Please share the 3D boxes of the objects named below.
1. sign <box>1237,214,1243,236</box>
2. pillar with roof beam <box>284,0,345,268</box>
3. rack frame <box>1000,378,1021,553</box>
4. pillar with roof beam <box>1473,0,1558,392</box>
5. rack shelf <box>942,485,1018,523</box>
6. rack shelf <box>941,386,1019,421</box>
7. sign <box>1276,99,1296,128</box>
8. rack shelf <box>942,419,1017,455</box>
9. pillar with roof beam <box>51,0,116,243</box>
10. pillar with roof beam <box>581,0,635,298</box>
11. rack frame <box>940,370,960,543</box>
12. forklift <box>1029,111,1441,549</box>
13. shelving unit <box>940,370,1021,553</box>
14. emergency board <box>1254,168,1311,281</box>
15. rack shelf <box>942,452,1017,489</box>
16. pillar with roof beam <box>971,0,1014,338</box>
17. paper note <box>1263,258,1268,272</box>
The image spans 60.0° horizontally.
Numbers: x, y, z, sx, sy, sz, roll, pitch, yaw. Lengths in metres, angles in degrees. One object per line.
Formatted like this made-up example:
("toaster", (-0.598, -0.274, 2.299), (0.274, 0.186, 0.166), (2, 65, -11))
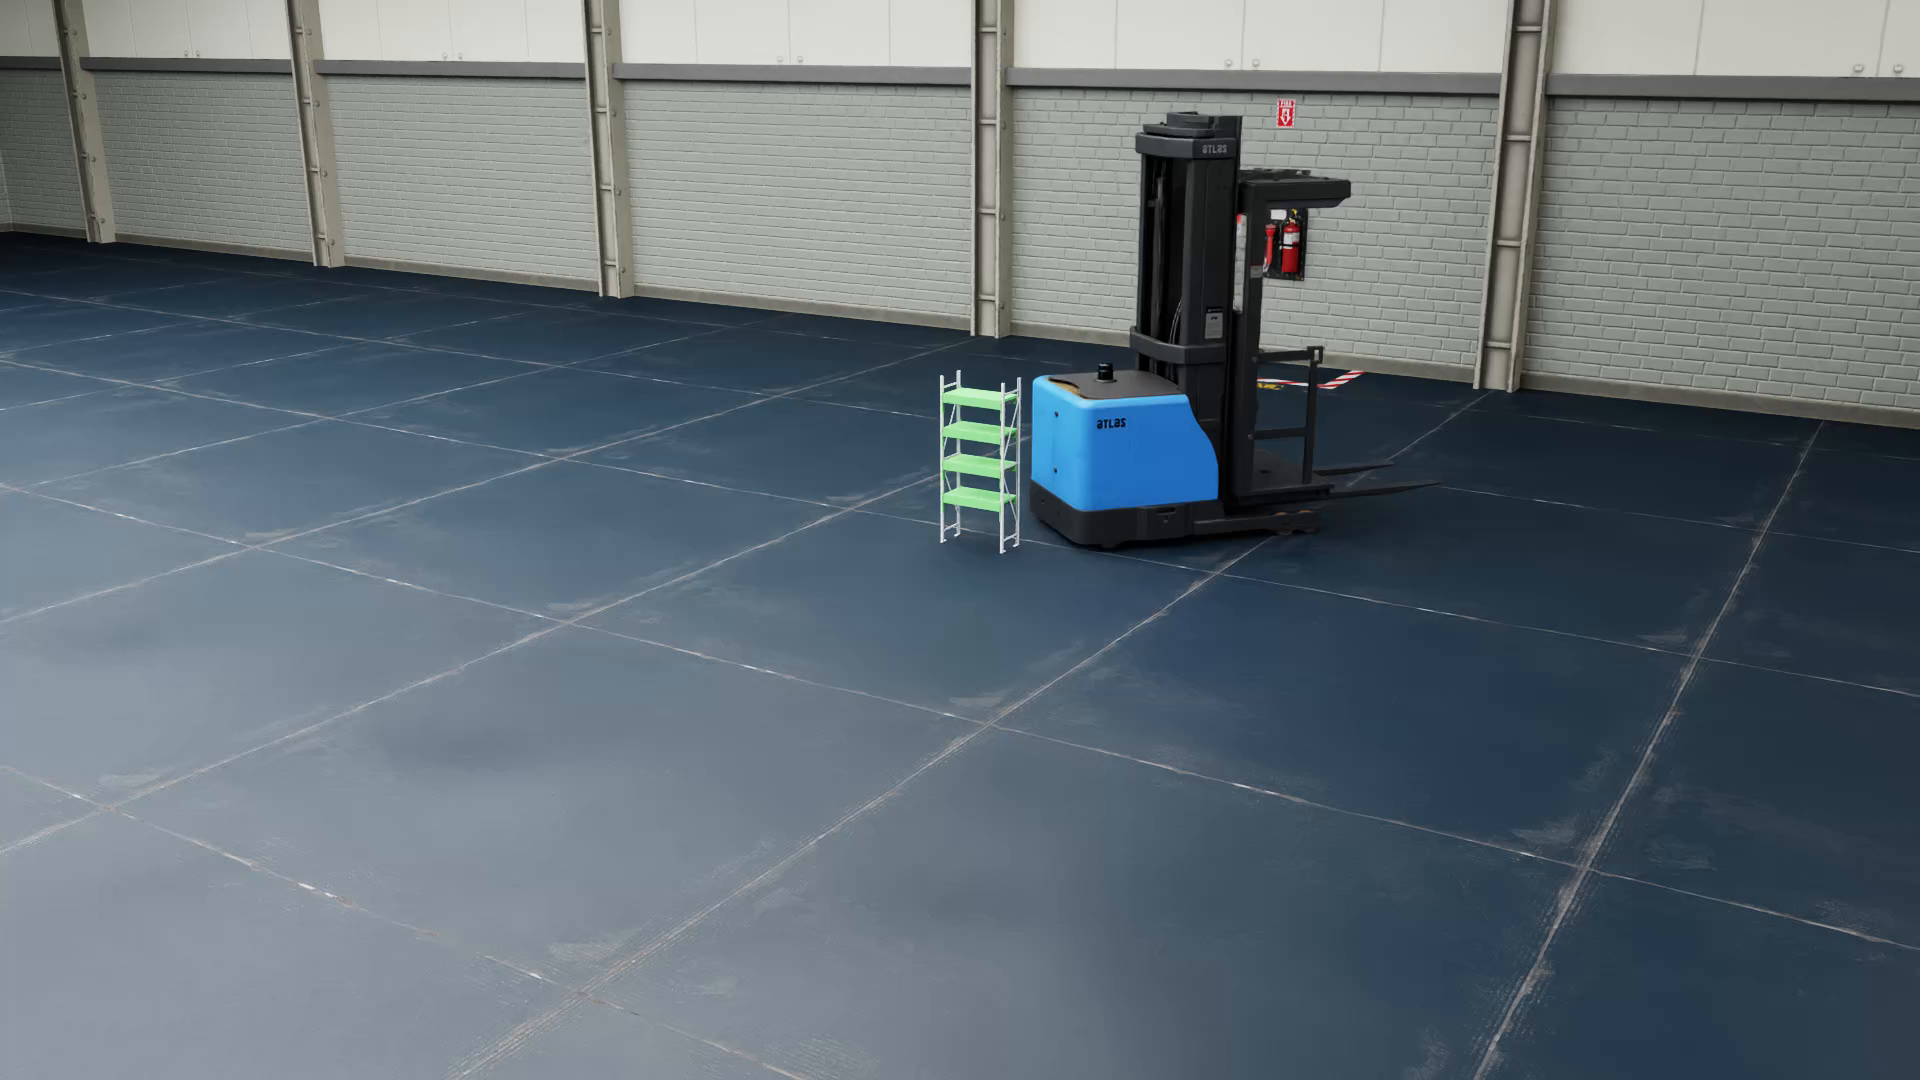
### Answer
("sign", (2.982, -3.504, 18.193), (0.234, 0.329, 0.001), (10, 20, 30))
("pillar with roof beam", (-12.106, -7.534, 21.200), (0.400, 9.000, 9.100), (10, 20, 30))
("rack frame", (0.349, -0.512, 11.502), (0.015, 1.200, 0.240), (10, 20, 30))
("pillar with roof beam", (3.232, -4.796, 12.186), (0.400, 9.000, 9.100), (10, 20, 30))
("rack shelf", (0.141, -0.258, 11.712), (0.480, 0.148, 0.258), (10, 20, 30))
("rack shelf", (0.141, -0.947, 11.503), (0.480, 0.148, 0.258), (10, 20, 30))
("sign", (3.445, -4.512, 17.585), (0.199, 0.298, 0.001), (10, 20, 30))
("rack shelf", (0.141, -0.717, 11.573), (0.480, 0.148, 0.258), (10, 20, 30))
("pillar with roof beam", (-17.219, -8.446, 24.204), (0.400, 9.000, 9.100), (10, 20, 30))
("pillar with roof beam", (-6.993, -6.621, 18.195), (0.400, 9.000, 9.100), (10, 20, 30))
("rack frame", (-0.067, -0.586, 11.746), (0.015, 1.200, 0.240), (10, 20, 30))
("forklift", (2.090, -1.575, 12.025), (3.031, 2.935, 1.130), (-6, 18, -18))
("shelving unit", (0.141, -0.549, 11.624), (0.503, 1.200, 0.258), (10, 20, 30))
("emergency board", (3.400, -3.377, 17.837), (0.643, 1.169, 0.194), (10, 20, 30))
("rack shelf", (0.141, -0.488, 11.642), (0.480, 0.148, 0.258), (10, 20, 30))
("pillar with roof beam", (-1.880, -5.708, 15.191), (0.400, 9.000, 9.100), (10, 20, 30))
("paper note", (3.285, -2.999, 18.110), (0.142, 0.148, 0.016), (10, 20, 30))
